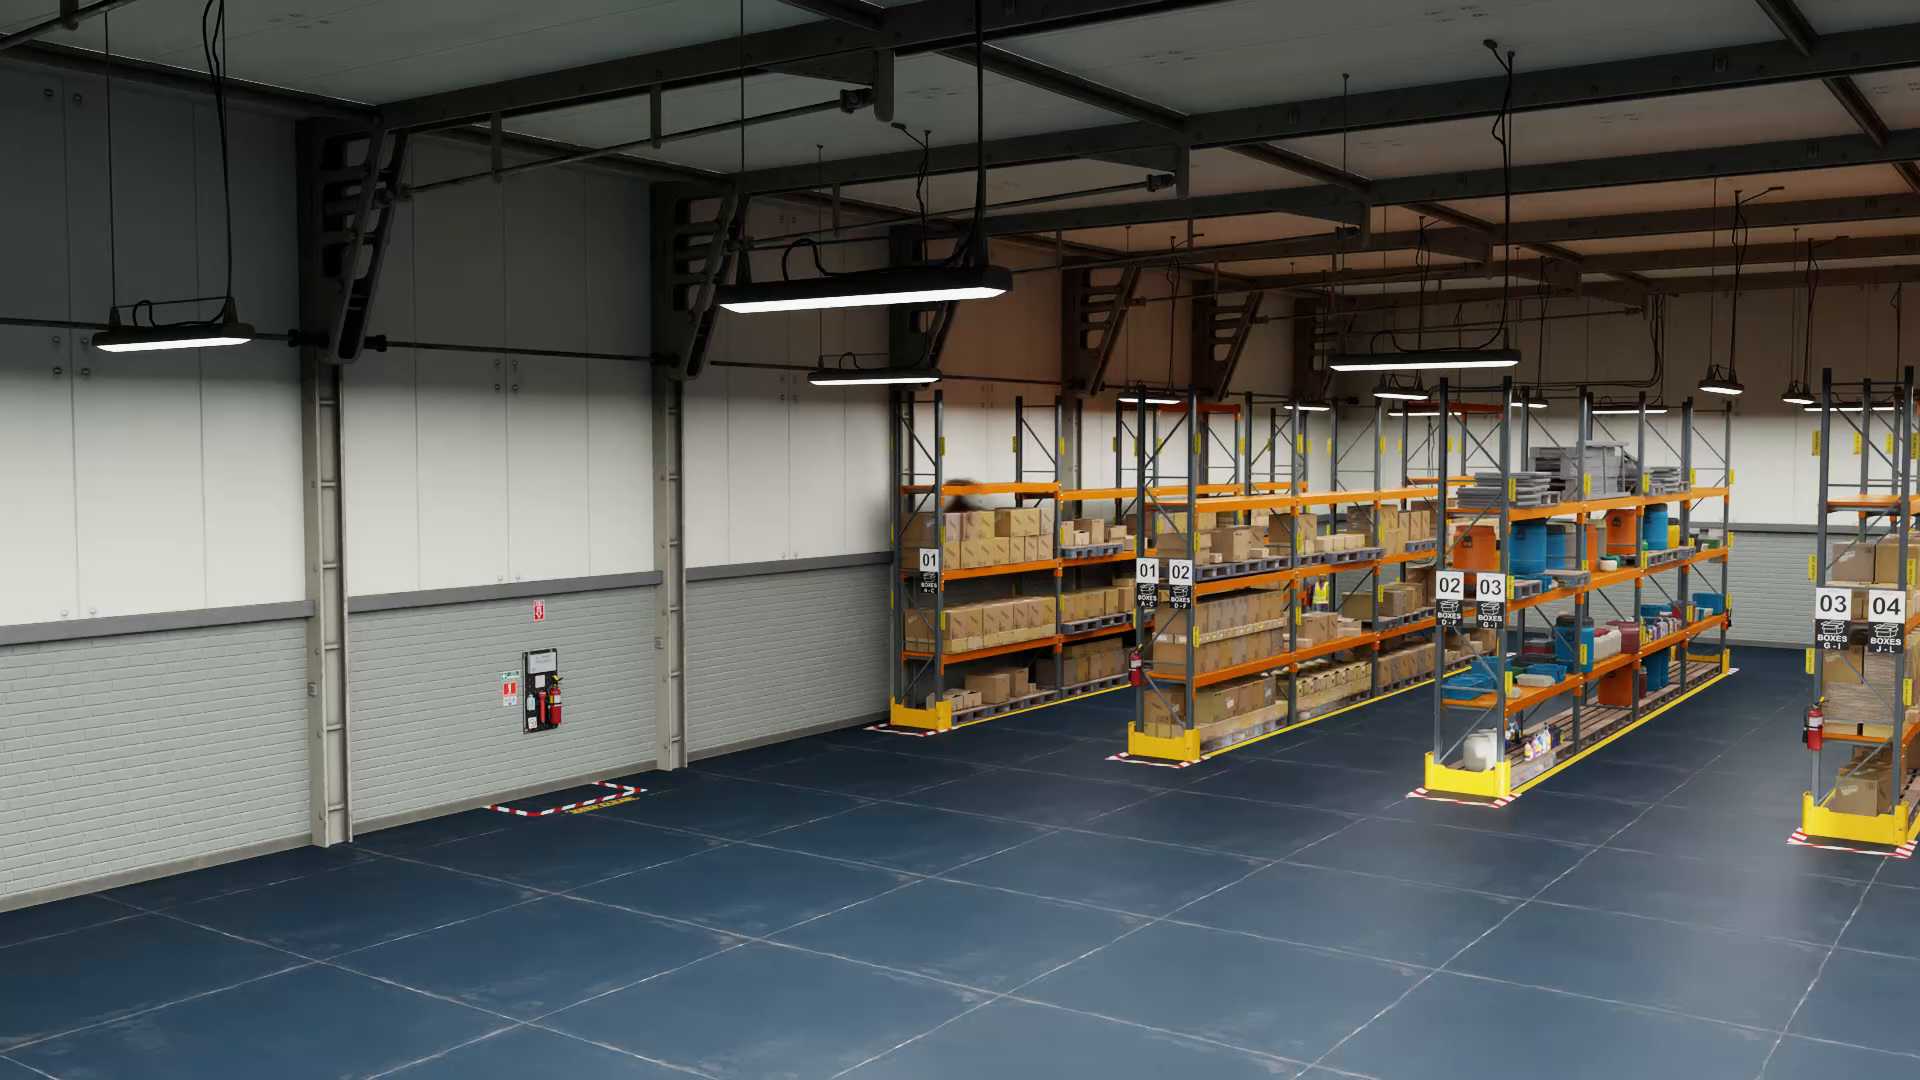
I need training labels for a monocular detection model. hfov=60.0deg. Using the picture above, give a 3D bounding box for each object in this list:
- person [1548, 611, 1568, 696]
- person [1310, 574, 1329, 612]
[{"bbox_3d":[12.122,2.281,33.547,0.633,1.683,1.012,3,4,39],"label":"person"},{"bbox_3d":[9.457,1.690,43.346,0.559,1.761,0.713,0,3,-2],"label":"person"}]
